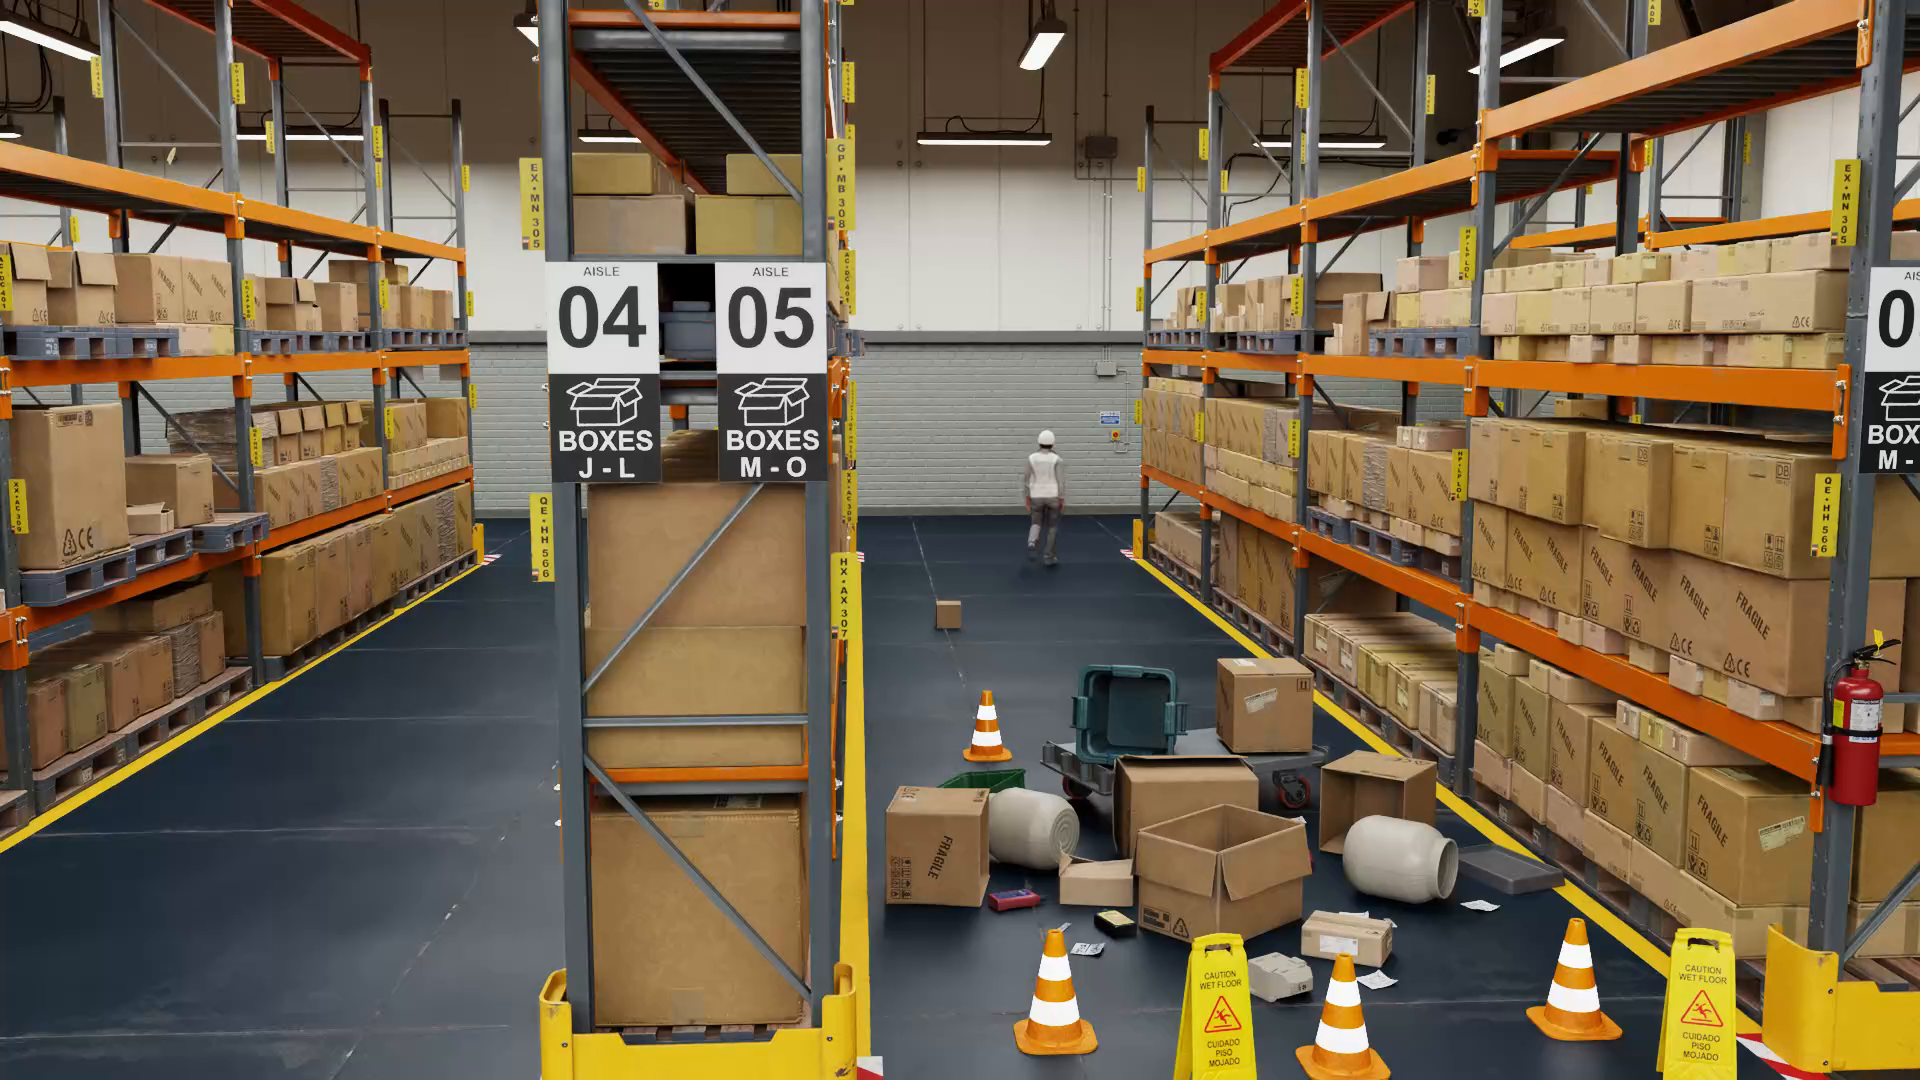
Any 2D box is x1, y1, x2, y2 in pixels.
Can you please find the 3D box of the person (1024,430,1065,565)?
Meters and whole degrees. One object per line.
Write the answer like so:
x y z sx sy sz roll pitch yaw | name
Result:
1.093 -0.547 21.586 0.545 1.759 0.633 2 7 18 | person
